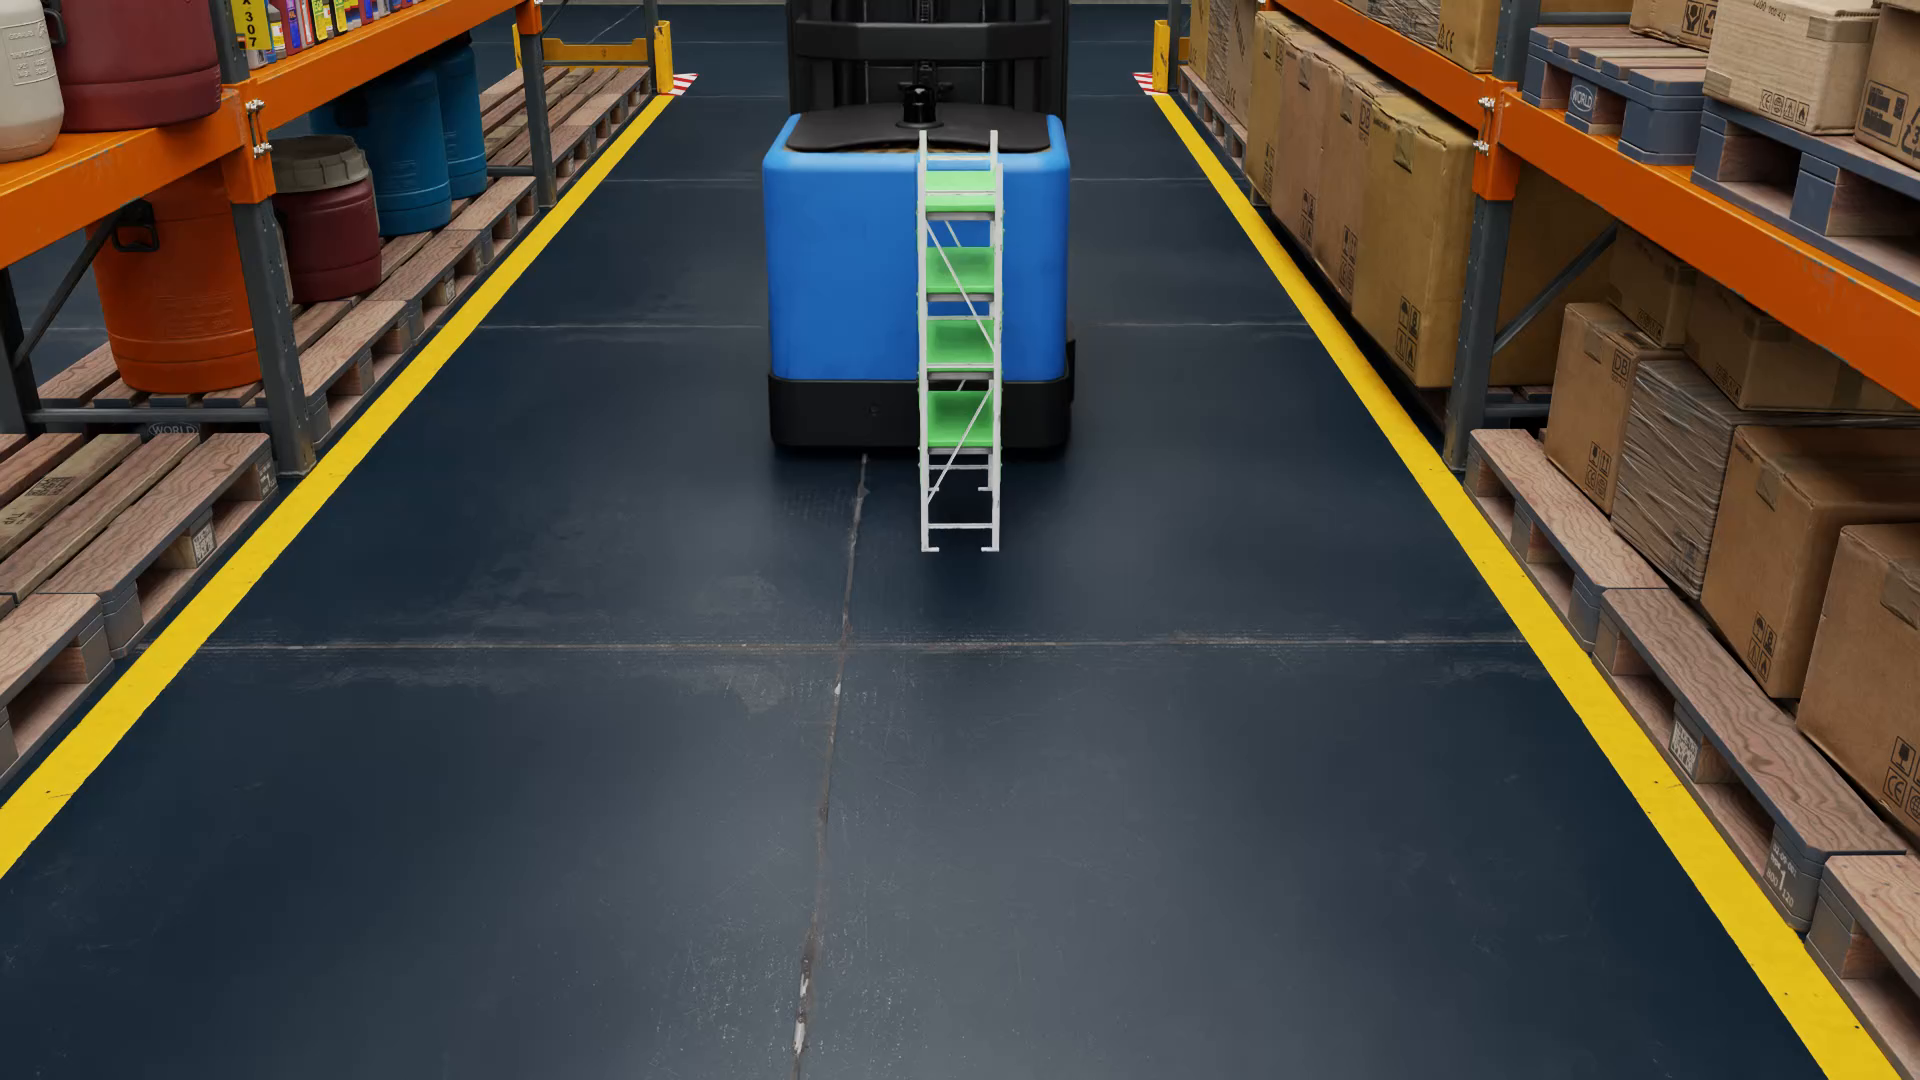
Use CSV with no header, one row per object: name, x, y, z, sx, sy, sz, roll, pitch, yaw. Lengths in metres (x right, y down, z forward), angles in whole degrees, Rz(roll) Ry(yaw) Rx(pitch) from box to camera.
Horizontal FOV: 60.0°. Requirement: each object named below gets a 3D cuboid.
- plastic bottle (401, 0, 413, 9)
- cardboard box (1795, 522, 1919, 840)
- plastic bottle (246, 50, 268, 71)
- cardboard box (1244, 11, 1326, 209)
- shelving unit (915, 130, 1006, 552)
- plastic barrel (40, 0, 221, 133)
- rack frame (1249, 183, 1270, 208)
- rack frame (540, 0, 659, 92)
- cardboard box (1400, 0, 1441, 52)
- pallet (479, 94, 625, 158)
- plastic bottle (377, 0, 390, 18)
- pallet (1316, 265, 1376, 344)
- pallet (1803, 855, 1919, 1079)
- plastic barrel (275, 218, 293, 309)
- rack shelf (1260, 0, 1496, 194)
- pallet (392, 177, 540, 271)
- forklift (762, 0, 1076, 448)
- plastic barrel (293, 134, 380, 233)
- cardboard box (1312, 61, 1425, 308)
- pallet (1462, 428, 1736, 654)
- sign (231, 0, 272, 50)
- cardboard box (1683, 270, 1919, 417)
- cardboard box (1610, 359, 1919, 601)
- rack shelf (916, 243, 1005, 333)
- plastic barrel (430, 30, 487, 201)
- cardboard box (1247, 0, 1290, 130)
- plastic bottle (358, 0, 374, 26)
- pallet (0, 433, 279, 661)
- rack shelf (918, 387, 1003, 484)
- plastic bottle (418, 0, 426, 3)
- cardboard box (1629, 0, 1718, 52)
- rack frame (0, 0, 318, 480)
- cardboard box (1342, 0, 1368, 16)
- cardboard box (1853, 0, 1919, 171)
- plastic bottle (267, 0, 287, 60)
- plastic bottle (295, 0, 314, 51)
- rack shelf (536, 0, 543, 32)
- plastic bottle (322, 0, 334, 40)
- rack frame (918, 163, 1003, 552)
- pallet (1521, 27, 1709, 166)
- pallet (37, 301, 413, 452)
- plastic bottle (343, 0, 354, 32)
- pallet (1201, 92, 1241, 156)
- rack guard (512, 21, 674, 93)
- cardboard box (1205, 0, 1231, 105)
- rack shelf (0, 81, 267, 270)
plastic bottle,-2.406,-2.431,7.127,0.061,0.283,0.133,0,24,-1
cardboard box,2.266,0.283,3.485,0.700,0.500,0.500,-2,24,-5
plastic bottle,-2.433,-1.725,5.574,0.152,0.276,0.135,0,24,-1
cardboard box,2.184,-2.232,8.613,1.225,0.875,0.875,0,24,0
shelving unit,-0.002,-0.615,5.154,0.258,1.200,0.503,0,24,-1
plastic barrel,-2.444,-1.474,4.704,0.600,0.536,0.708,0,24,-1
rack frame,2.157,-3.272,8.845,1.000,3.000,0.127,0,24,-1
rack frame,-2.839,-4.898,12.440,1.000,3.000,0.127,0,24,-1
cardboard box,1.948,-2.077,6.081,0.500,0.500,0.500,0,24,-1
pallet,-2.858,-2.786,11.154,1.003,0.211,1.213,0,24,-1
plastic bottle,-2.448,-2.296,6.838,0.152,0.276,0.135,0,24,-1
pallet,2.257,-1.180,7.603,1.003,0.211,1.213,0,24,-1
pallet,2.235,0.974,2.840,1.003,0.211,1.213,0,24,-1
plastic barrel,-2.870,-1.093,6.537,0.421,0.512,0.421,0,24,0
rack shelf,2.179,-2.120,7.171,1.077,0.370,4.000,0,24,-1
pallet,-2.829,-1.661,8.667,1.003,0.211,1.213,0,24,-1
forklift,-0.119,-2.218,6.597,1.130,2.935,3.031,0,24,1
plastic barrel,-2.882,-1.559,7.565,0.421,0.512,0.421,0,24,0
cardboard box,2.212,-1.499,6.993,1.225,0.875,0.875,0,24,0
pallet,2.208,-0.031,5.063,1.003,0.211,1.213,0,24,-1
sign,-2.202,-1.681,5.130,0.100,0.325,0.005,0,24,-1
cardboard box,2.254,-0.533,4.377,0.500,0.250,0.500,2,24,5
cardboard box,2.247,-0.181,4.510,0.700,0.500,0.500,-2,24,-5
rack shelf,-0.002,-0.775,5.081,0.258,0.148,0.480,0,24,-1
plastic barrel,-2.807,-2.261,8.646,0.600,0.901,0.708,0,24,-1
cardboard box,2.230,-2.768,9.798,0.875,0.875,0.875,0,24,-1
plastic bottle,-2.400,-2.205,6.626,0.061,0.283,0.133,0,24,-1
pallet,-2.782,-0.012,5.020,1.003,0.211,1.213,0,24,-1
rack shelf,-0.002,-0.338,5.279,0.258,0.148,0.480,0,24,-1
plastic bottle,-2.454,-2.523,7.339,0.152,0.276,0.135,0,24,-1
cardboard box,2.247,-1.638,4.602,0.500,0.500,0.500,-3,25,-7
rack frame,-2.752,-1.602,5.151,1.000,3.000,0.127,0,24,-1
cardboard box,1.935,-2.501,7.018,0.500,0.500,0.500,0,24,0
cardboard box,2.133,-0.928,3.027,0.797,0.503,0.637,2,24,5
plastic bottle,-2.408,-1.779,5.784,0.097,0.201,0.097,0,24,0
plastic bottle,-2.438,-1.916,5.996,0.152,0.276,0.135,0,24,-1
rack shelf,-2.817,-3.746,10.766,1.077,0.370,4.000,0,24,-1
plastic bottle,-2.414,-1.984,6.239,0.097,0.201,0.097,0,24,0
rack frame,0.001,-0.514,4.931,0.240,1.200,0.015,0,24,-1
pallet,2.315,-1.243,4.592,1.213,0.211,1.003,0,24,-1
pallet,-2.802,-0.656,6.444,1.003,0.211,1.213,0,24,-1
plastic bottle,-2.416,-2.111,6.435,0.097,0.271,0.097,0,24,0
pallet,2.211,-2.819,11.227,1.003,0.211,1.213,0,24,-1
rack guard,-2.852,-3.769,12.977,1.175,0.500,0.348,0,24,-1
cardboard box,2.210,-3.505,11.429,0.875,0.875,0.875,0,24,-1
rack shelf,-2.730,-0.450,3.477,1.077,0.370,4.000,0,24,-1
